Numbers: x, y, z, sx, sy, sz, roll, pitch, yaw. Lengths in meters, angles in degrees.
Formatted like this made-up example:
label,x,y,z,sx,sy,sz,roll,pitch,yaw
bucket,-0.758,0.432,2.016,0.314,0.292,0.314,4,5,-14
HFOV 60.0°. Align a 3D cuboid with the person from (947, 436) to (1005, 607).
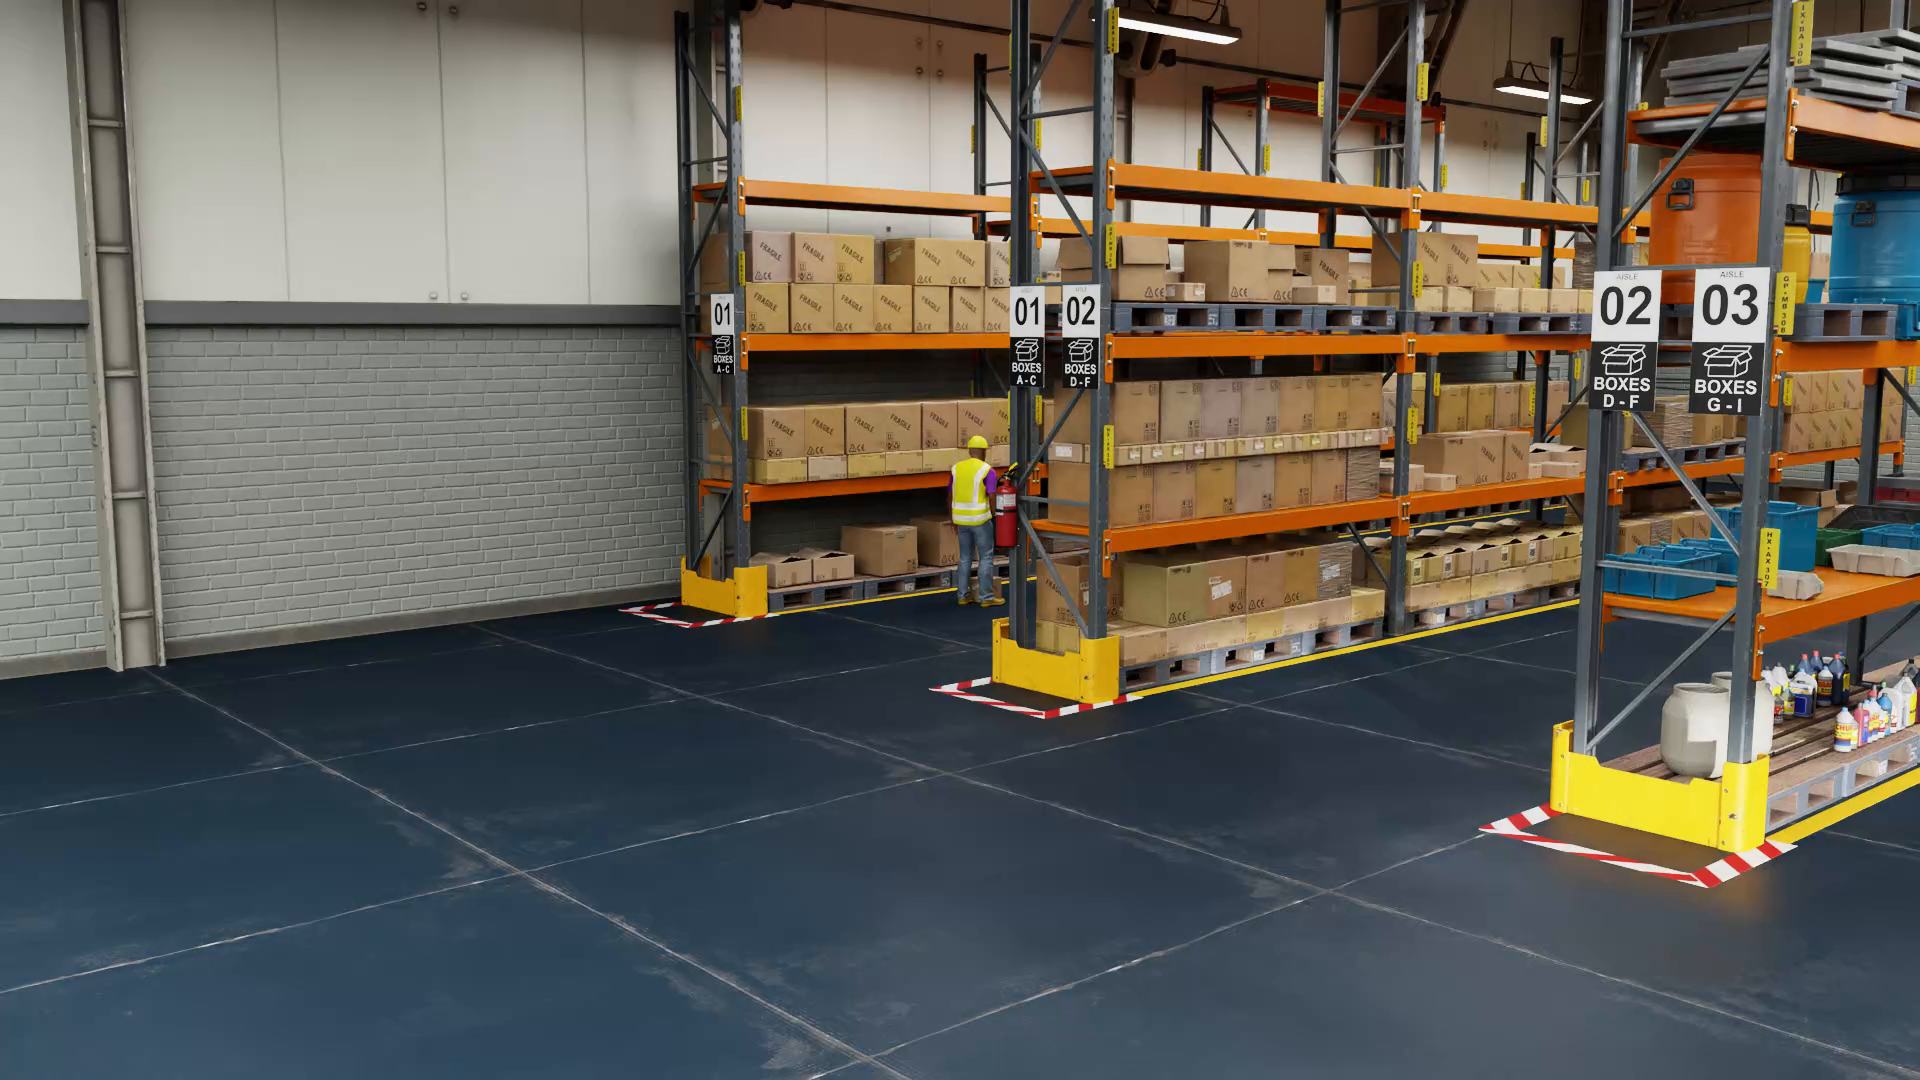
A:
label,x,y,z,sx,sy,sz,roll,pitch,yaw
person,0.165,-0.202,17.274,0.632,1.760,0.463,5,9,35
